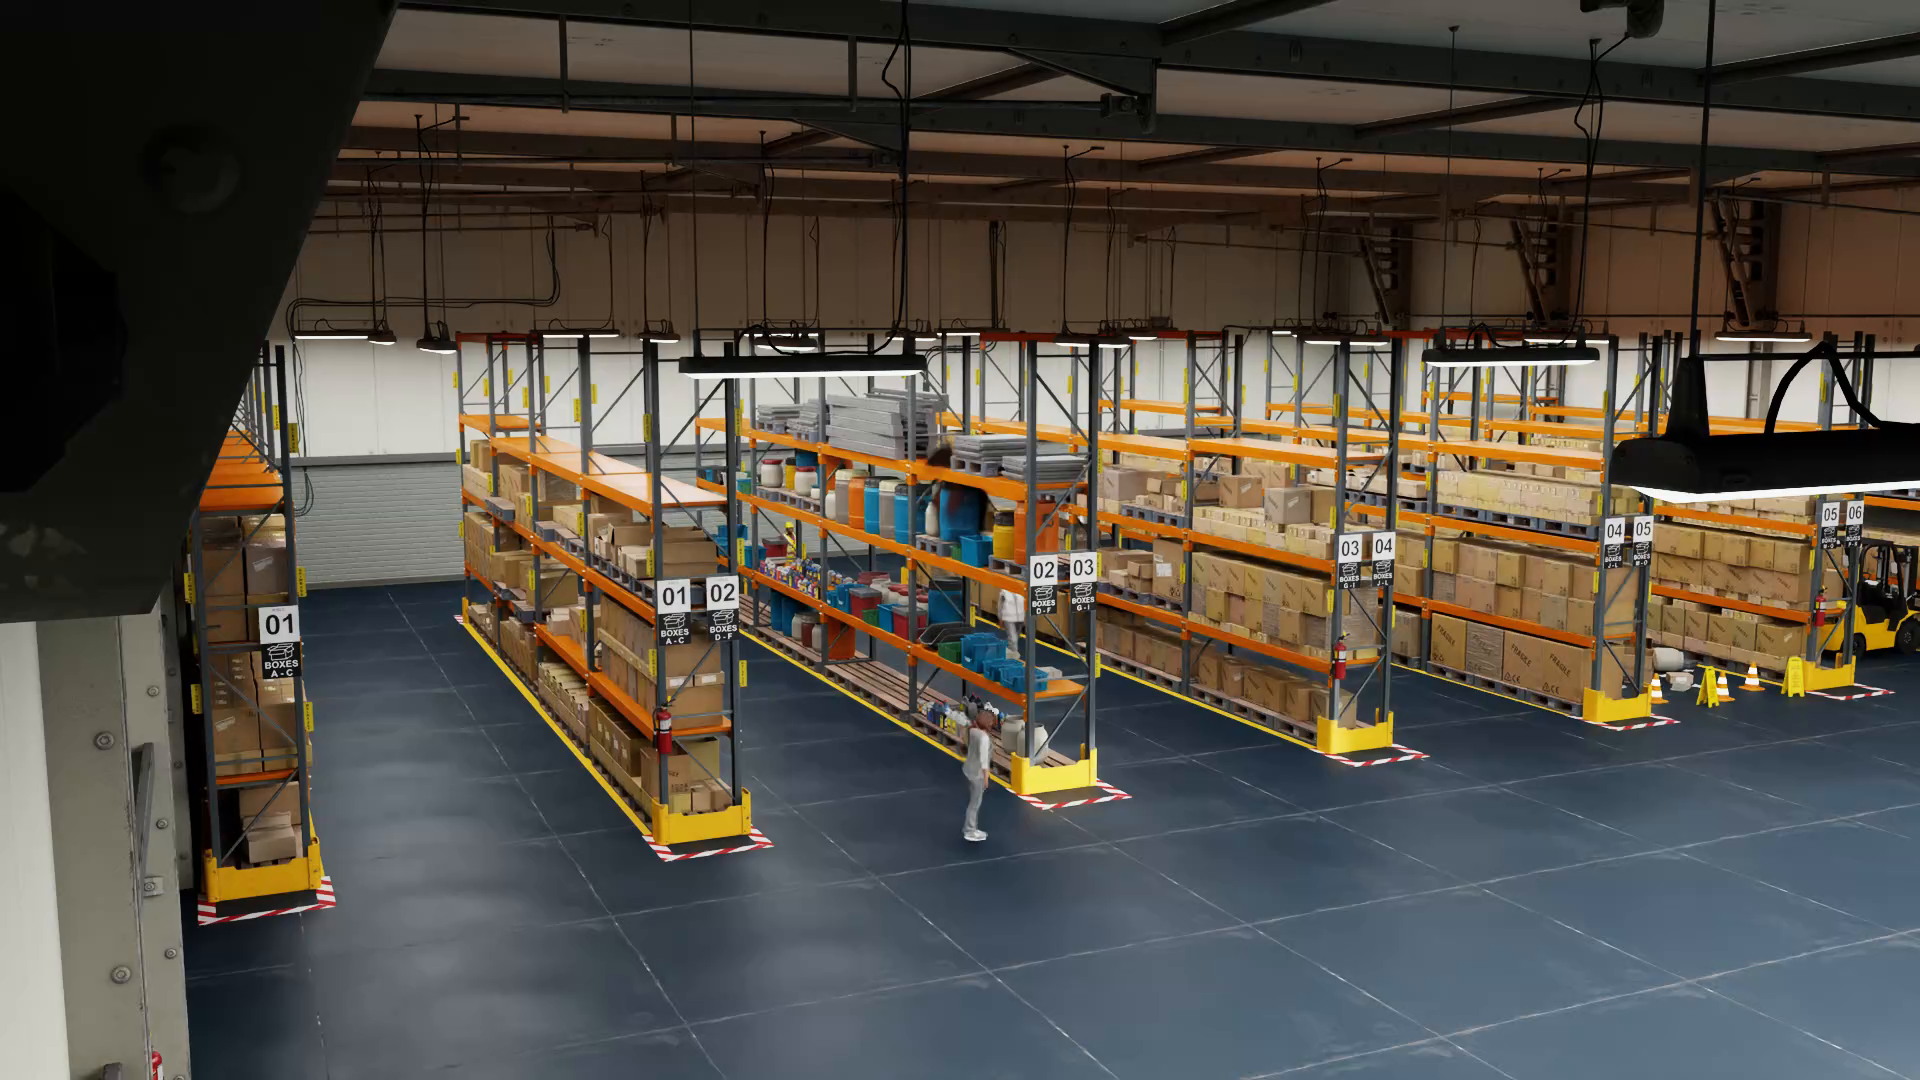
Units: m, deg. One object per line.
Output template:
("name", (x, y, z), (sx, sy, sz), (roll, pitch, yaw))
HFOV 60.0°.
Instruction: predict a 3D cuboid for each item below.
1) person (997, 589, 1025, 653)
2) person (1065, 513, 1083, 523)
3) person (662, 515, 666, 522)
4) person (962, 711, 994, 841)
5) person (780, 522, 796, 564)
("person", (0.992, 1.438, 30.017), (0.534, 1.729, 1.018), (-4, 9, -26))
("person", (2.898, -0.189, 42.303), (0.528, 1.634, 0.994), (2, 8, 12))
("person", (-6.947, 0.255, 38.964), (1.044, 1.682, 0.672), (4, 8, 25))
("person", (0.217, 2.851, 20.101), (0.368, 1.596, 0.446), (-3, 8, -19))
("person", (-3.766, 0.442, 37.626), (0.742, 1.736, 0.738), (3, 8, 19))
